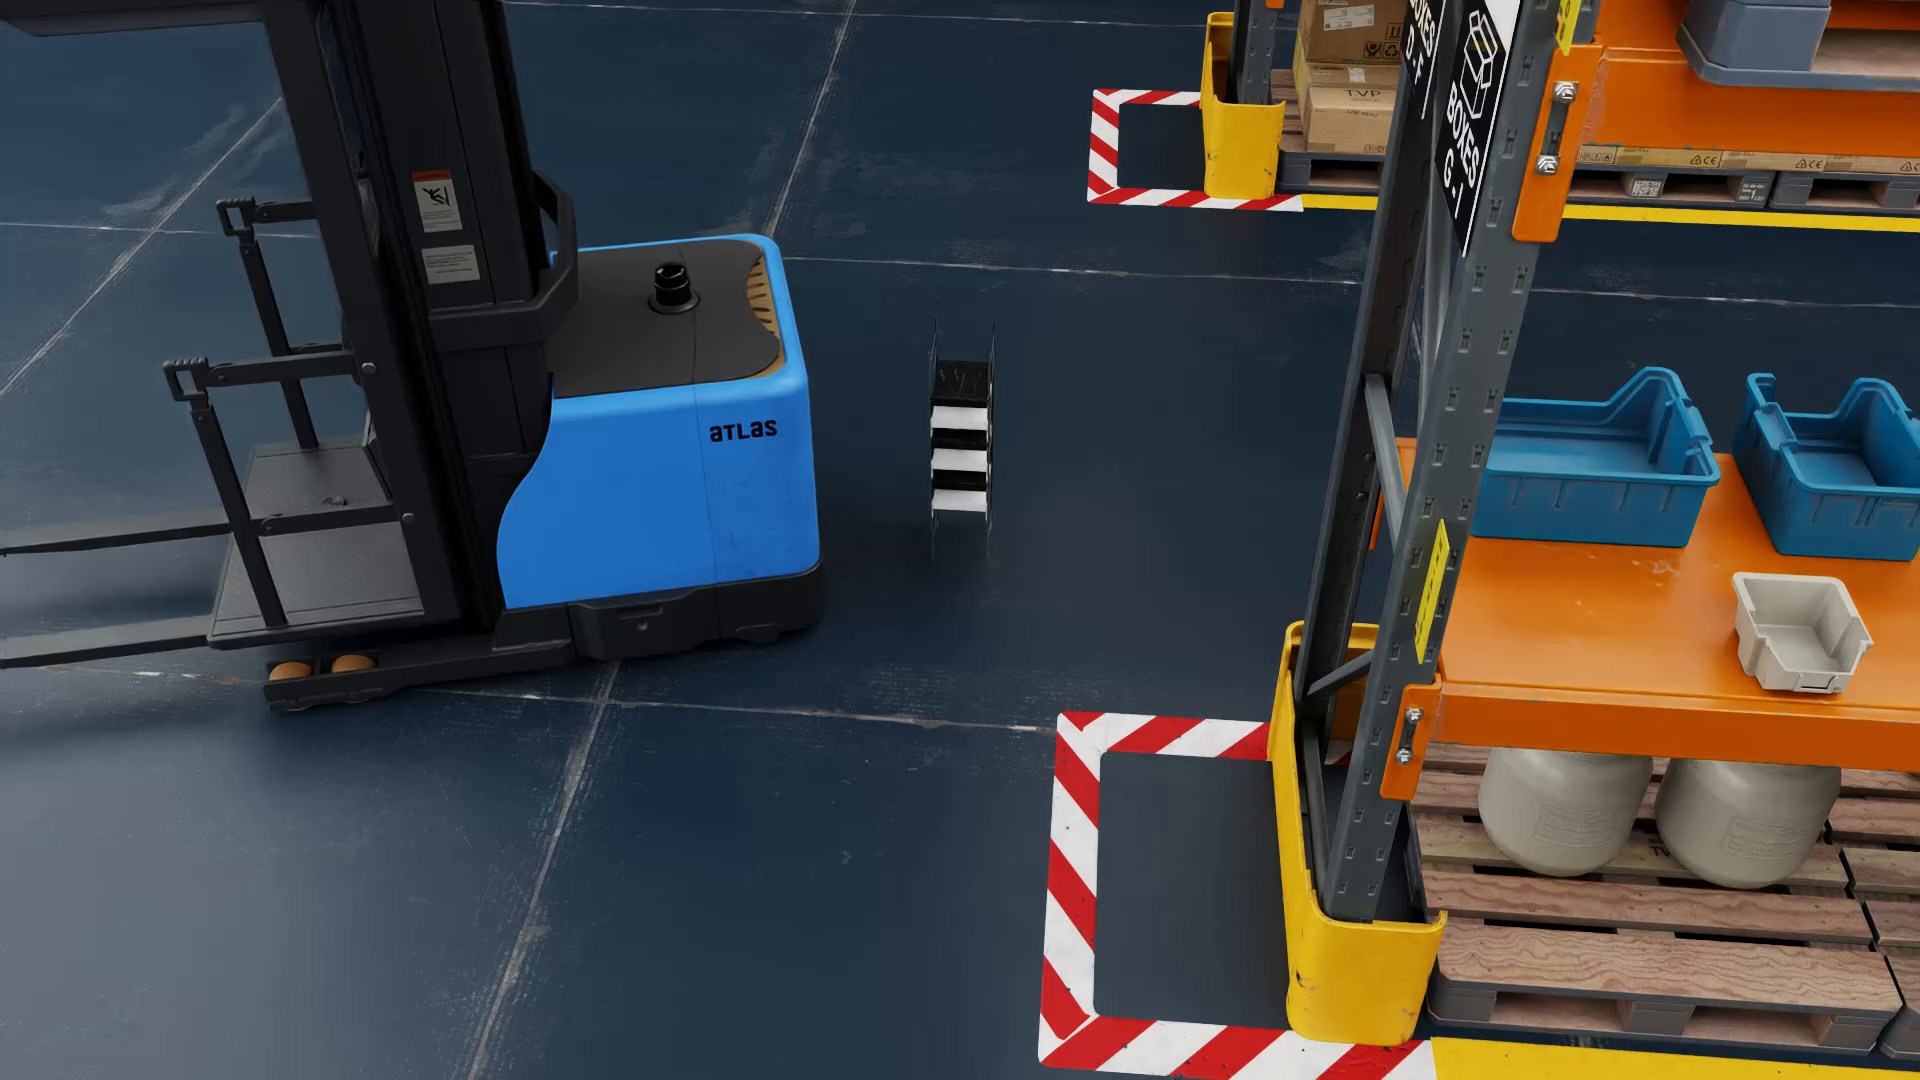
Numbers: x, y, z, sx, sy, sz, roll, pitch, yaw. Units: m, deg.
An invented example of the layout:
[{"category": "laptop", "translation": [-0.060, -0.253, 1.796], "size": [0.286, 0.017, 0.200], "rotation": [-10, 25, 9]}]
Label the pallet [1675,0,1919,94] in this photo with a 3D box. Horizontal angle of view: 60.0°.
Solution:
[{"category": "pallet", "translation": [1.863, -1.110, 3.011], "size": [1.213, 0.211, 1.003], "rotation": [3, 39, 4]}]

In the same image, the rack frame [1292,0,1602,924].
[{"category": "rack frame", "translation": [1.048, -0.126, 4.029], "size": [0.127, 3.000, 1.000], "rotation": [3, 39, 4]}]

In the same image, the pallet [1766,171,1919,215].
[{"category": "pallet", "translation": [4.675, -2.012, 8.554], "size": [1.213, 0.211, 1.003], "rotation": [3, 39, 4]}]

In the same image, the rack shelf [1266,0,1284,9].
[{"category": "rack shelf", "translation": [3.471, -2.854, 7.950], "size": [4.000, 0.370, 1.077], "rotation": [3, 39, 4]}]

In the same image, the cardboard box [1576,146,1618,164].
[{"category": "cardboard box", "translation": [2.990, -2.116, 8.320], "size": [0.500, 0.250, 0.500], "rotation": [3, 39, 4]}]

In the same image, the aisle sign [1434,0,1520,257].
[{"category": "aisle sign", "translation": [0.951, -0.954, 2.987], "size": [0.004, 0.787, 0.394], "rotation": [3, 39, 4]}]

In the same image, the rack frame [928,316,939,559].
[{"category": "rack frame", "translation": [-0.093, -0.354, 5.972], "size": [0.006, 0.900, 0.240], "rotation": [3, 39, 4]}]

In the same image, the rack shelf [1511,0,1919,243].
[{"category": "rack shelf", "translation": [3.040, -0.902, 3.176], "size": [4.000, 0.370, 1.077], "rotation": [3, 39, 4]}]

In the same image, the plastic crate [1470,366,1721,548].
[{"category": "plastic crate", "translation": [1.572, -0.230, 4.274], "size": [0.616, 0.251, 0.499], "rotation": [3, 39, 4]}]

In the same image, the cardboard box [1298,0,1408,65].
[{"category": "cardboard box", "translation": [2.039, -2.787, 8.549], "size": [0.500, 0.500, 0.500], "rotation": [3, 39, 4]}]

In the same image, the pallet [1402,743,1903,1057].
[{"category": "pallet", "translation": [1.936, 0.977, 4.882], "size": [1.213, 0.211, 1.003], "rotation": [3, 39, 4]}]

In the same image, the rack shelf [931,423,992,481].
[{"category": "rack shelf", "translation": [0.008, -0.323, 5.986], "size": [0.200, 0.077, 0.258], "rotation": [3, 39, 4]}]

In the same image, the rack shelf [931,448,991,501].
[{"category": "rack shelf", "translation": [0.008, -0.253, 6.043], "size": [0.200, 0.077, 0.258], "rotation": [3, 39, 4]}]

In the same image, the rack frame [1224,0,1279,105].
[{"category": "rack frame", "translation": [1.479, -3.242, 7.856], "size": [0.127, 3.000, 1.000], "rotation": [3, 39, 4]}]

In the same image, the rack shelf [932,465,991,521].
[{"category": "rack shelf", "translation": [0.008, -0.183, 6.100], "size": [0.200, 0.077, 0.258], "rotation": [3, 39, 4]}]

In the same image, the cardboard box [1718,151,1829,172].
[{"category": "cardboard box", "translation": [3.986, -2.059, 8.249], "size": [0.500, 0.250, 0.500], "rotation": [3, 39, 4]}]

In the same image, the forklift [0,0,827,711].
[{"category": "forklift", "translation": [-2.035, -0.930, 5.070], "size": [3.031, 2.935, 1.130], "rotation": [-7, 40, -8]}]

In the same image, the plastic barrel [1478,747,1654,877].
[{"category": "plastic barrel", "translation": [1.710, 0.663, 4.697], "size": [0.421, 0.512, 0.421], "rotation": [0, 39, 0]}]

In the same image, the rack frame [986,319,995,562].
[{"category": "rack frame", "translation": [0.109, -0.343, 5.959], "size": [0.006, 0.900, 0.240], "rotation": [3, 39, 4]}]

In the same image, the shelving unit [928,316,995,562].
[{"category": "shelving unit", "translation": [0.008, -0.349, 5.965], "size": [0.210, 0.900, 0.258], "rotation": [3, 39, 4]}]

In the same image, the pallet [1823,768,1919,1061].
[{"category": "pallet", "translation": [3.148, 1.045, 4.799], "size": [1.213, 0.211, 1.003], "rotation": [3, 39, 4]}]

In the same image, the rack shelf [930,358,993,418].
[{"category": "rack shelf", "translation": [0.008, -0.532, 5.816], "size": [0.200, 0.077, 0.258], "rotation": [3, 39, 4]}]

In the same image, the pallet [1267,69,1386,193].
[{"category": "pallet", "translation": [2.244, -2.145, 8.718], "size": [1.213, 0.211, 1.003], "rotation": [3, 39, 4]}]

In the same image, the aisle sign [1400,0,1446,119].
[{"category": "aisle sign", "translation": [1.002, -1.325, 3.443], "size": [0.004, 0.787, 0.394], "rotation": [3, 39, 4]}]

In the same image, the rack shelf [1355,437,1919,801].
[{"category": "rack shelf", "translation": [3.040, 0.261, 4.123], "size": [4.000, 0.370, 1.077], "rotation": [3, 39, 4]}]

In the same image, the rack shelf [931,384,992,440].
[{"category": "rack shelf", "translation": [0.008, -0.462, 5.873], "size": [0.200, 0.077, 0.258], "rotation": [3, 39, 4]}]

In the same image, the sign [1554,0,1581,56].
[{"category": "sign", "translation": [0.996, -0.948, 2.655], "size": [0.005, 0.325, 0.100], "rotation": [3, 39, 4]}]

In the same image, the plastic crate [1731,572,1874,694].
[{"category": "plastic crate", "translation": [1.911, 0.227, 3.804], "size": [0.250, 0.136, 0.298], "rotation": [3, 39, 4]}]

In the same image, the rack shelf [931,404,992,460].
[{"category": "rack shelf", "translation": [0.008, -0.393, 5.930], "size": [0.200, 0.077, 0.258], "rotation": [3, 39, 4]}]

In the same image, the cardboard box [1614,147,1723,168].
[{"category": "cardboard box", "translation": [3.488, -2.086, 8.282], "size": [0.500, 0.250, 0.500], "rotation": [3, 39, 4]}]

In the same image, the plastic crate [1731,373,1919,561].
[{"category": "plastic crate", "translation": [2.219, -0.191, 4.226], "size": [0.408, 0.251, 0.499], "rotation": [3, 39, 4]}]

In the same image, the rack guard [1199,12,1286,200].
[{"category": "rack guard", "translation": [1.455, -2.273, 8.647], "size": [0.348, 0.500, 1.175], "rotation": [3, 39, 4]}]

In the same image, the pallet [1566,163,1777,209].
[{"category": "pallet", "translation": [3.456, -2.077, 8.634], "size": [1.213, 0.211, 1.003], "rotation": [3, 39, 4]}]

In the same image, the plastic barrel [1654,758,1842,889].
[{"category": "plastic barrel", "translation": [2.209, 0.691, 4.664], "size": [0.421, 0.512, 0.421], "rotation": [0, 39, 0]}]

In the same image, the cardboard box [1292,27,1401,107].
[{"category": "cardboard box", "translation": [2.039, -2.495, 8.784], "size": [0.500, 0.250, 0.500], "rotation": [3, 39, 4]}]

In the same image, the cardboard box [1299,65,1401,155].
[{"category": "cardboard box", "translation": [1.994, -2.169, 8.384], "size": [0.500, 0.250, 0.500], "rotation": [3, 39, 4]}]

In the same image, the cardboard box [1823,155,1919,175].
[{"category": "cardboard box", "translation": [4.486, -2.041, 8.227], "size": [0.500, 0.250, 0.500], "rotation": [3, 39, 4]}]

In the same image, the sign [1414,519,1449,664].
[{"category": "sign", "translation": [0.996, 0.112, 3.517], "size": [0.005, 0.325, 0.100], "rotation": [3, 39, 4]}]

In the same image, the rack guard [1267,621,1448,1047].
[{"category": "rack guard", "translation": [1.127, 0.818, 4.850], "size": [0.348, 0.500, 1.175], "rotation": [3, 39, 4]}]

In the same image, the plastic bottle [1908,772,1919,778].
[{"category": "plastic bottle", "translation": [2.915, 0.612, 4.990], "size": [0.097, 0.201, 0.097], "rotation": [0, 39, 0]}]
